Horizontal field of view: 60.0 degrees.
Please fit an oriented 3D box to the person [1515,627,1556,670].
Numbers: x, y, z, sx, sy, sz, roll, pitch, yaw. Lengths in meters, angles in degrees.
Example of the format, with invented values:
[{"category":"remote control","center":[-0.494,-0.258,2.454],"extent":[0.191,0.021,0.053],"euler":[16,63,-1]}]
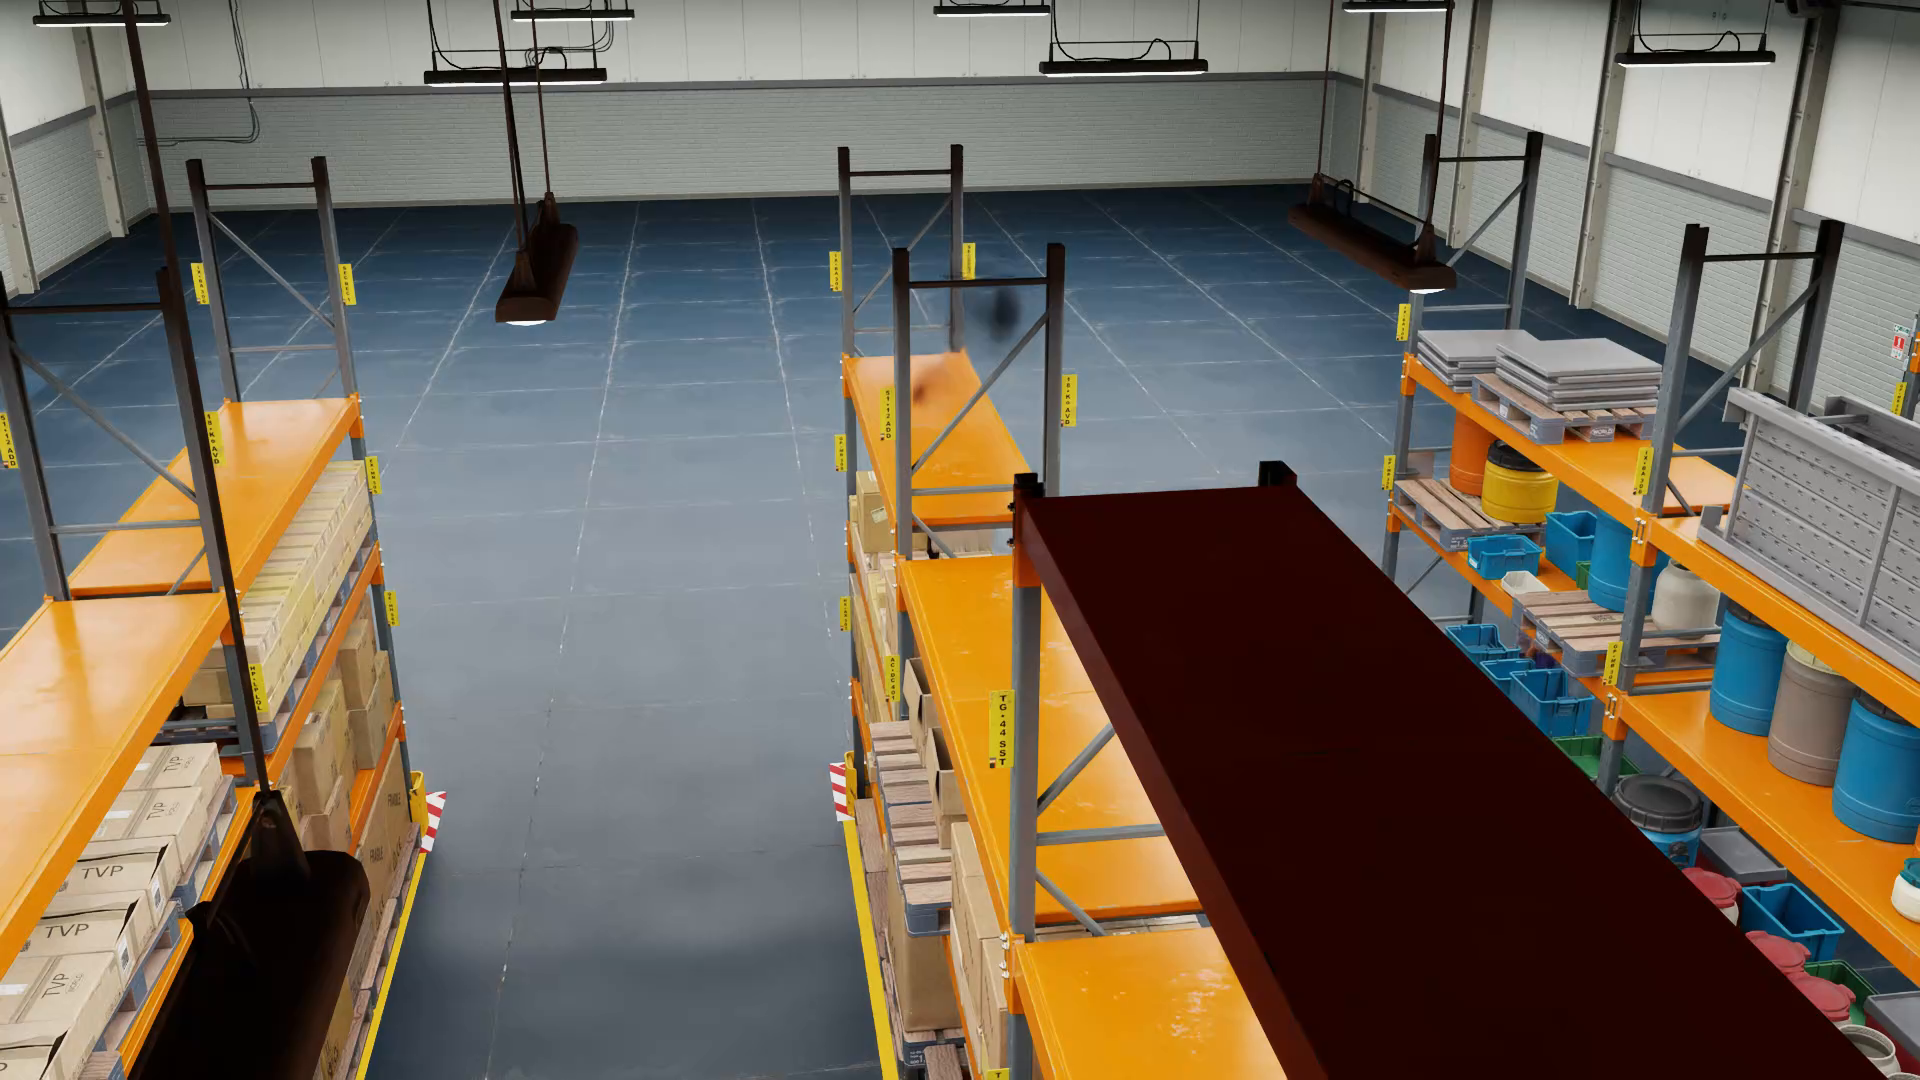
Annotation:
[{"category":"person","center":[5.630,1.145,16.492],"extent":[0.662,1.511,0.531],"euler":[-19,28,-39]}]
